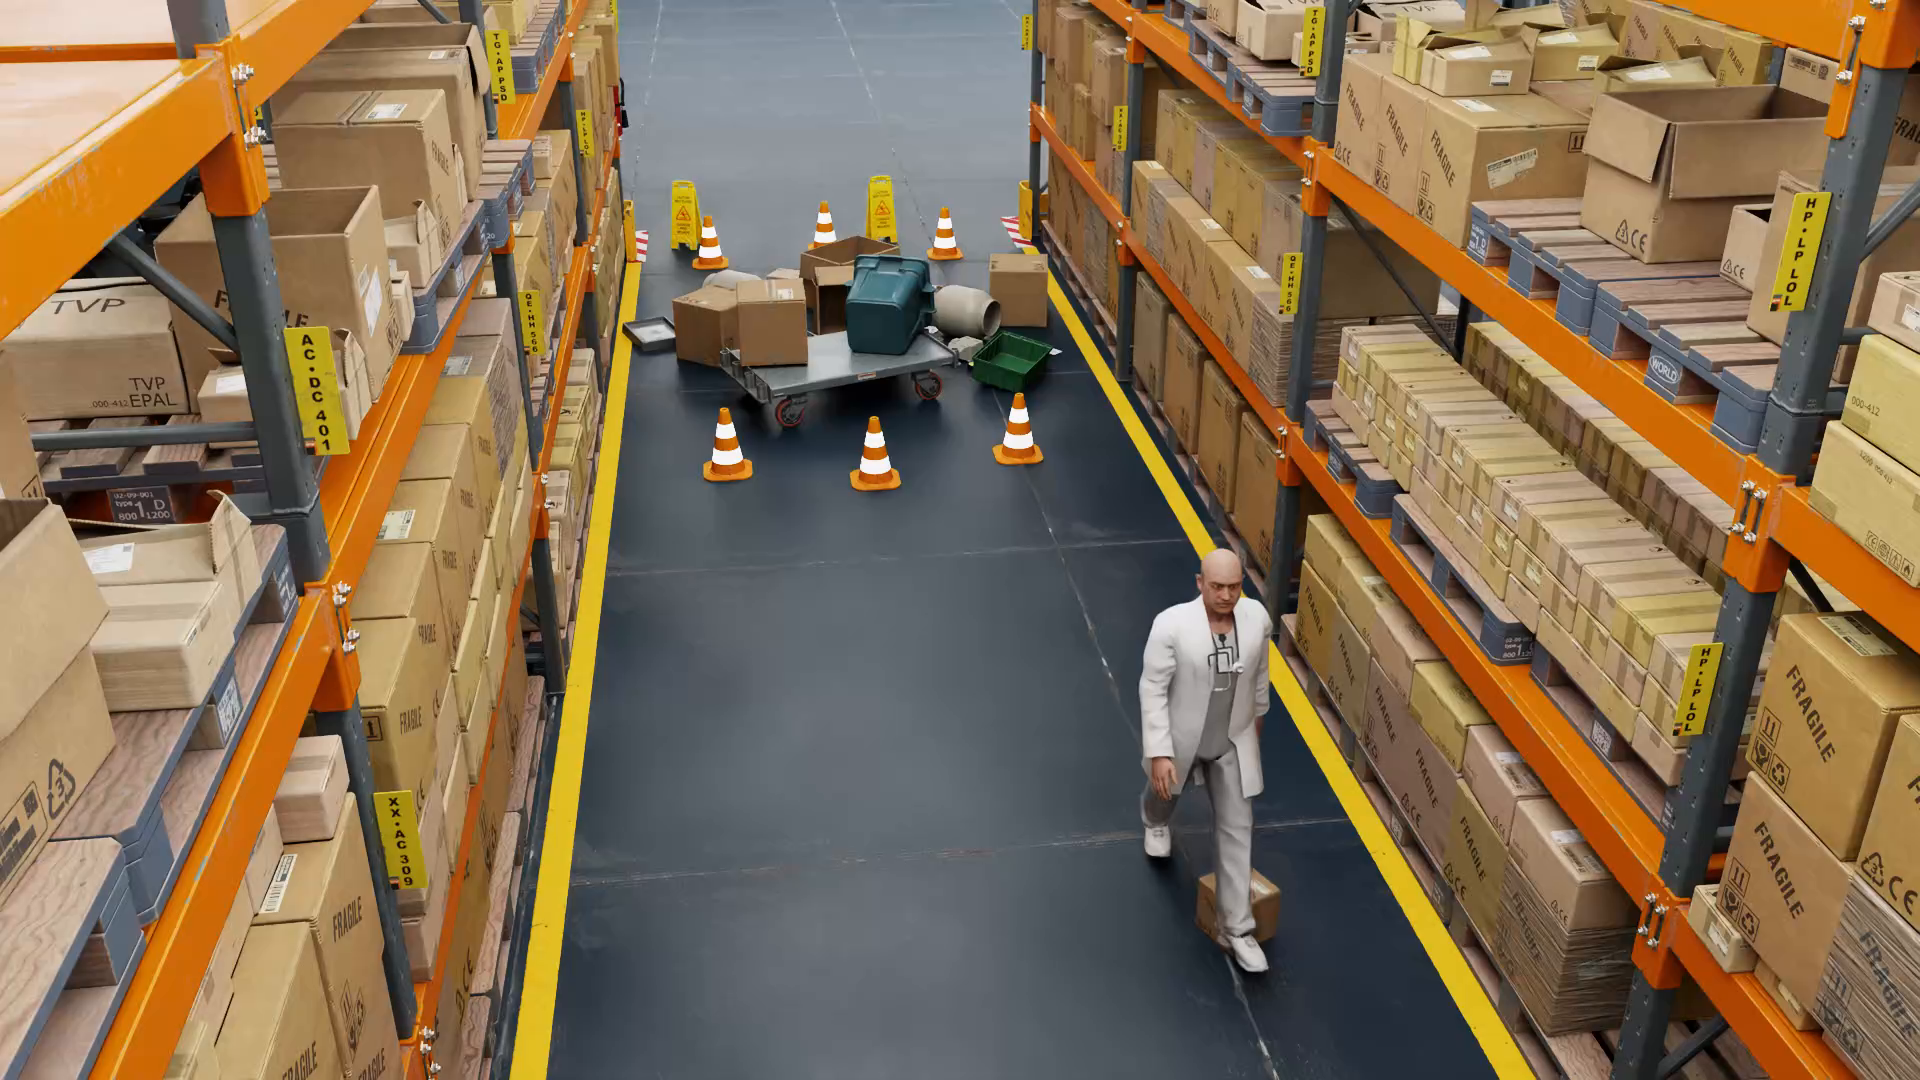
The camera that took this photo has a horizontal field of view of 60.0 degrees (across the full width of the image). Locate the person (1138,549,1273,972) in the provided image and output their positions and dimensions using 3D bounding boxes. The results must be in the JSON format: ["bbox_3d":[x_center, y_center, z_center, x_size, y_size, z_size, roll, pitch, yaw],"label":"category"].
[{"bbox_3d":[1.050,0.829,6.996,0.637,1.717,1.194,-3,27,-6],"label":"person"}]
